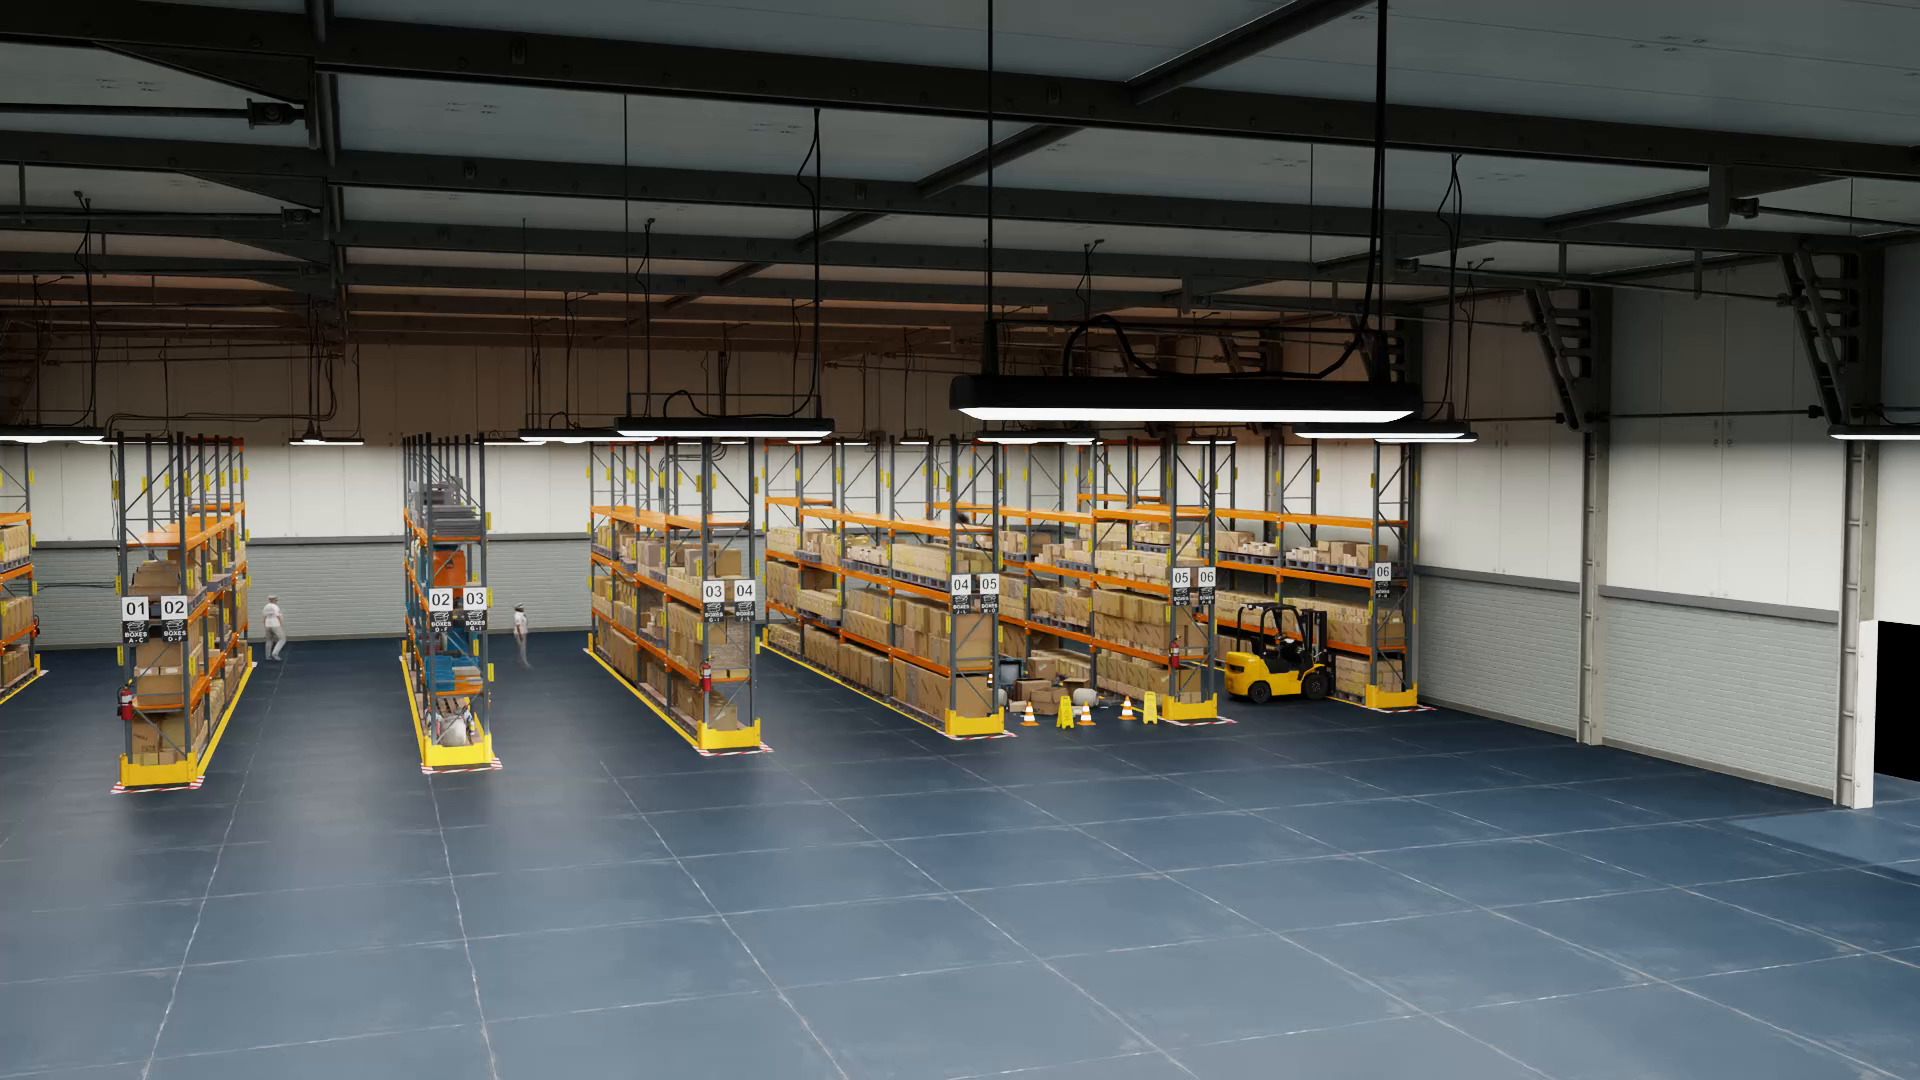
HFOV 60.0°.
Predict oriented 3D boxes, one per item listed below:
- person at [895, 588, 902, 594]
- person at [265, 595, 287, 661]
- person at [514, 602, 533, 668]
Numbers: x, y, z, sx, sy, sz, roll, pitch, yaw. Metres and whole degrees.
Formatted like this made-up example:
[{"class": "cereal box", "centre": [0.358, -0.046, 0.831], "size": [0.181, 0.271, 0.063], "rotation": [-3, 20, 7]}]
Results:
[{"class": "person", "centre": [-1.994, 2.053, 51.546], "size": [0.717, 1.612, 0.576], "rotation": [-2, 4, -30]}, {"class": "person", "centre": [-18.460, 2.361, 44.687], "size": [0.657, 1.764, 0.442], "rotation": [2, 4, 30]}, {"class": "person", "centre": [-11.402, 2.482, 43.567], "size": [0.570, 1.696, 0.472], "rotation": [1, 3, 11]}]
